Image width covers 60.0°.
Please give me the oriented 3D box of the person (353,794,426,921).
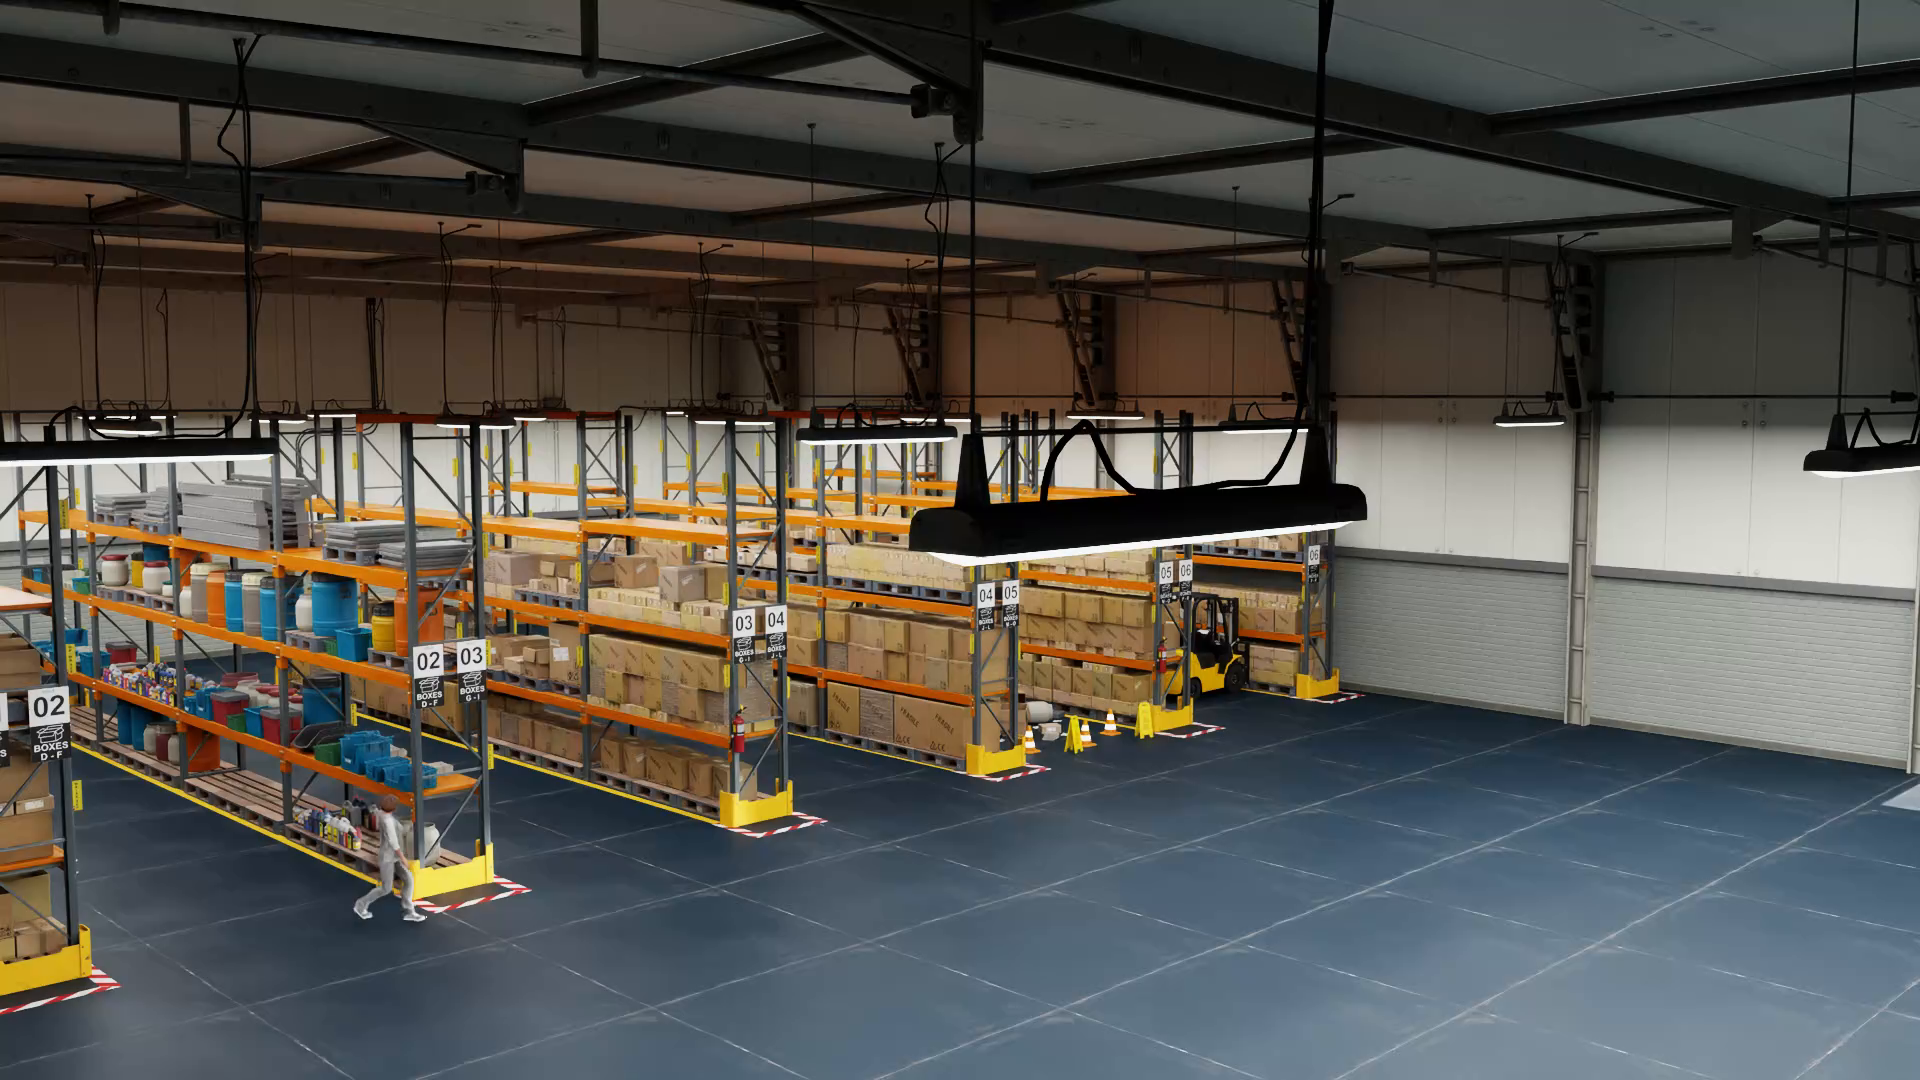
[{"bbox_3d":[-6.858,3.816,19.945,0.831,1.558,0.375,0,5,4],"label":"person"}]
